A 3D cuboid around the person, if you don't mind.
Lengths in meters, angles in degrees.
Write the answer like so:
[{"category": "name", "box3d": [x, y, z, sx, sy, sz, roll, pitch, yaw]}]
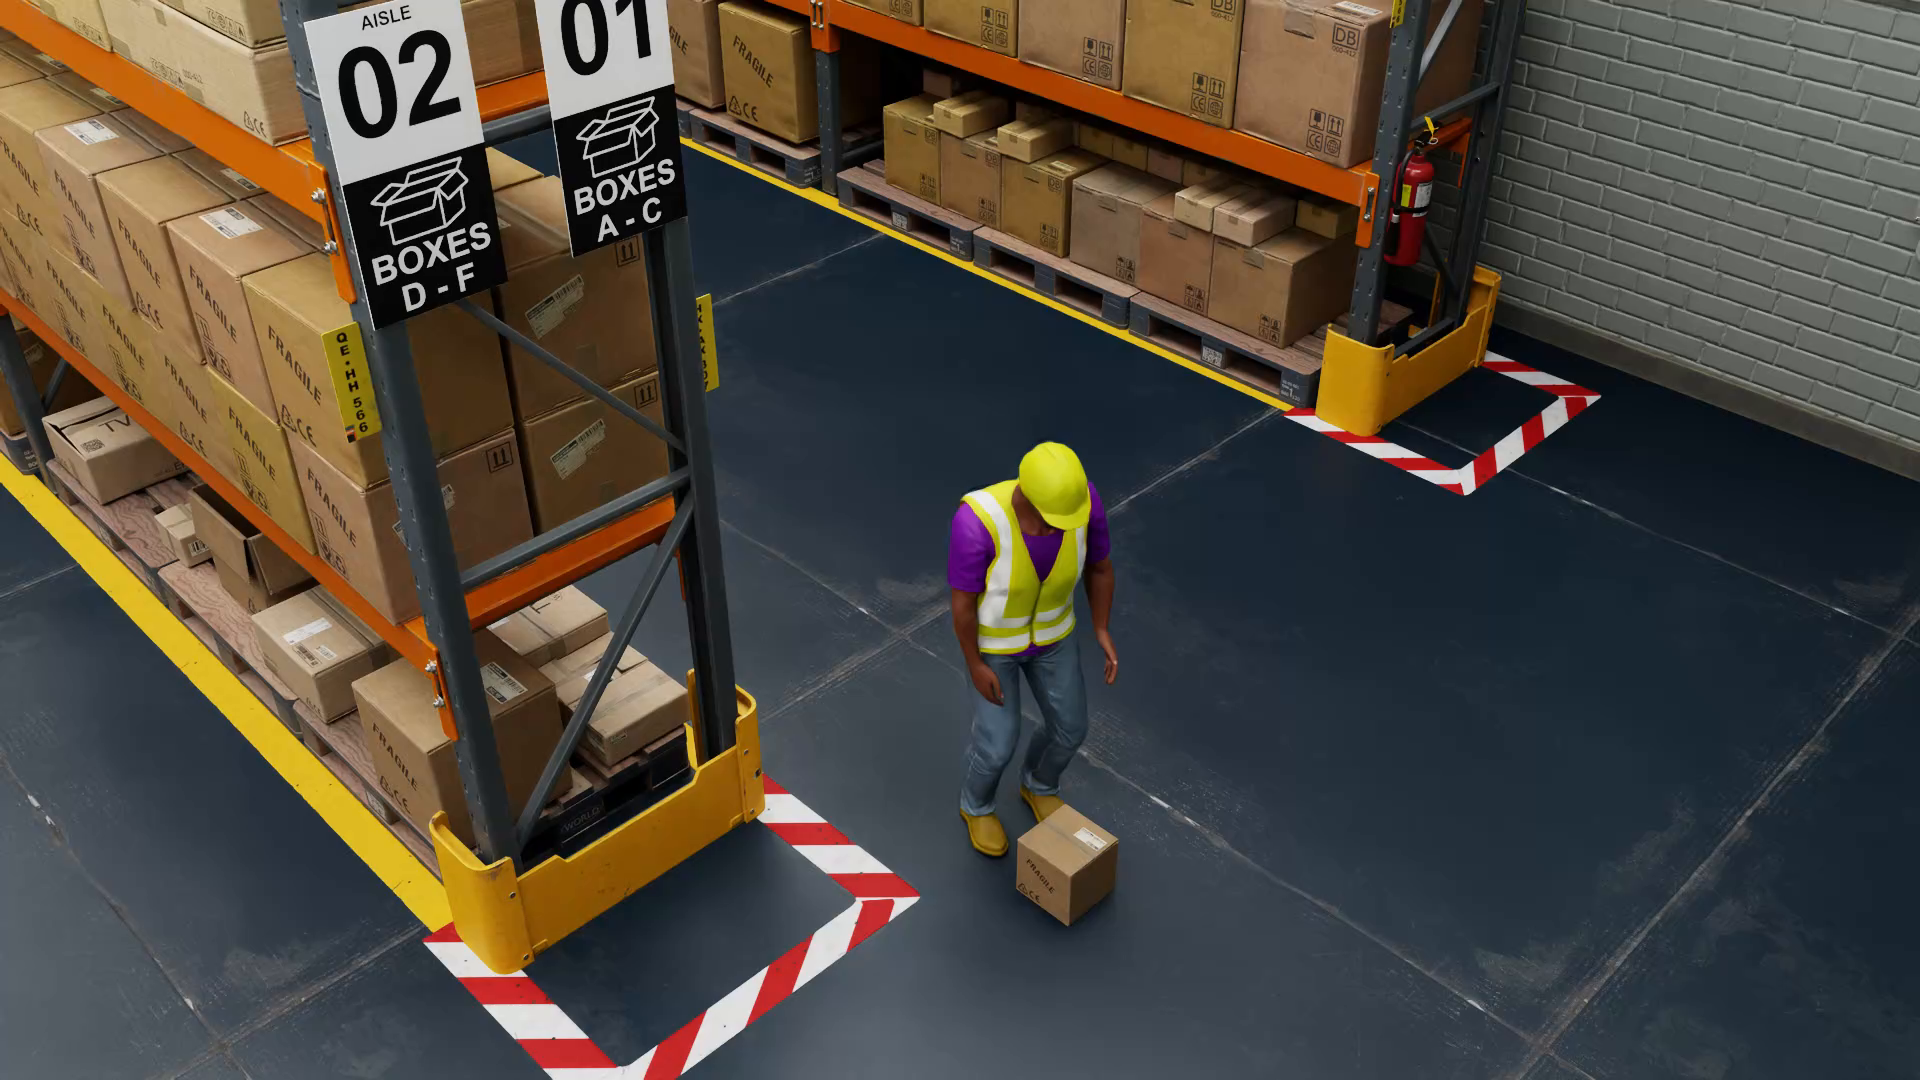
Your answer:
[{"category": "person", "box3d": [0.246, 0.349, 5.696, 0.599, 1.696, 0.491, -14, 37, -19]}]
